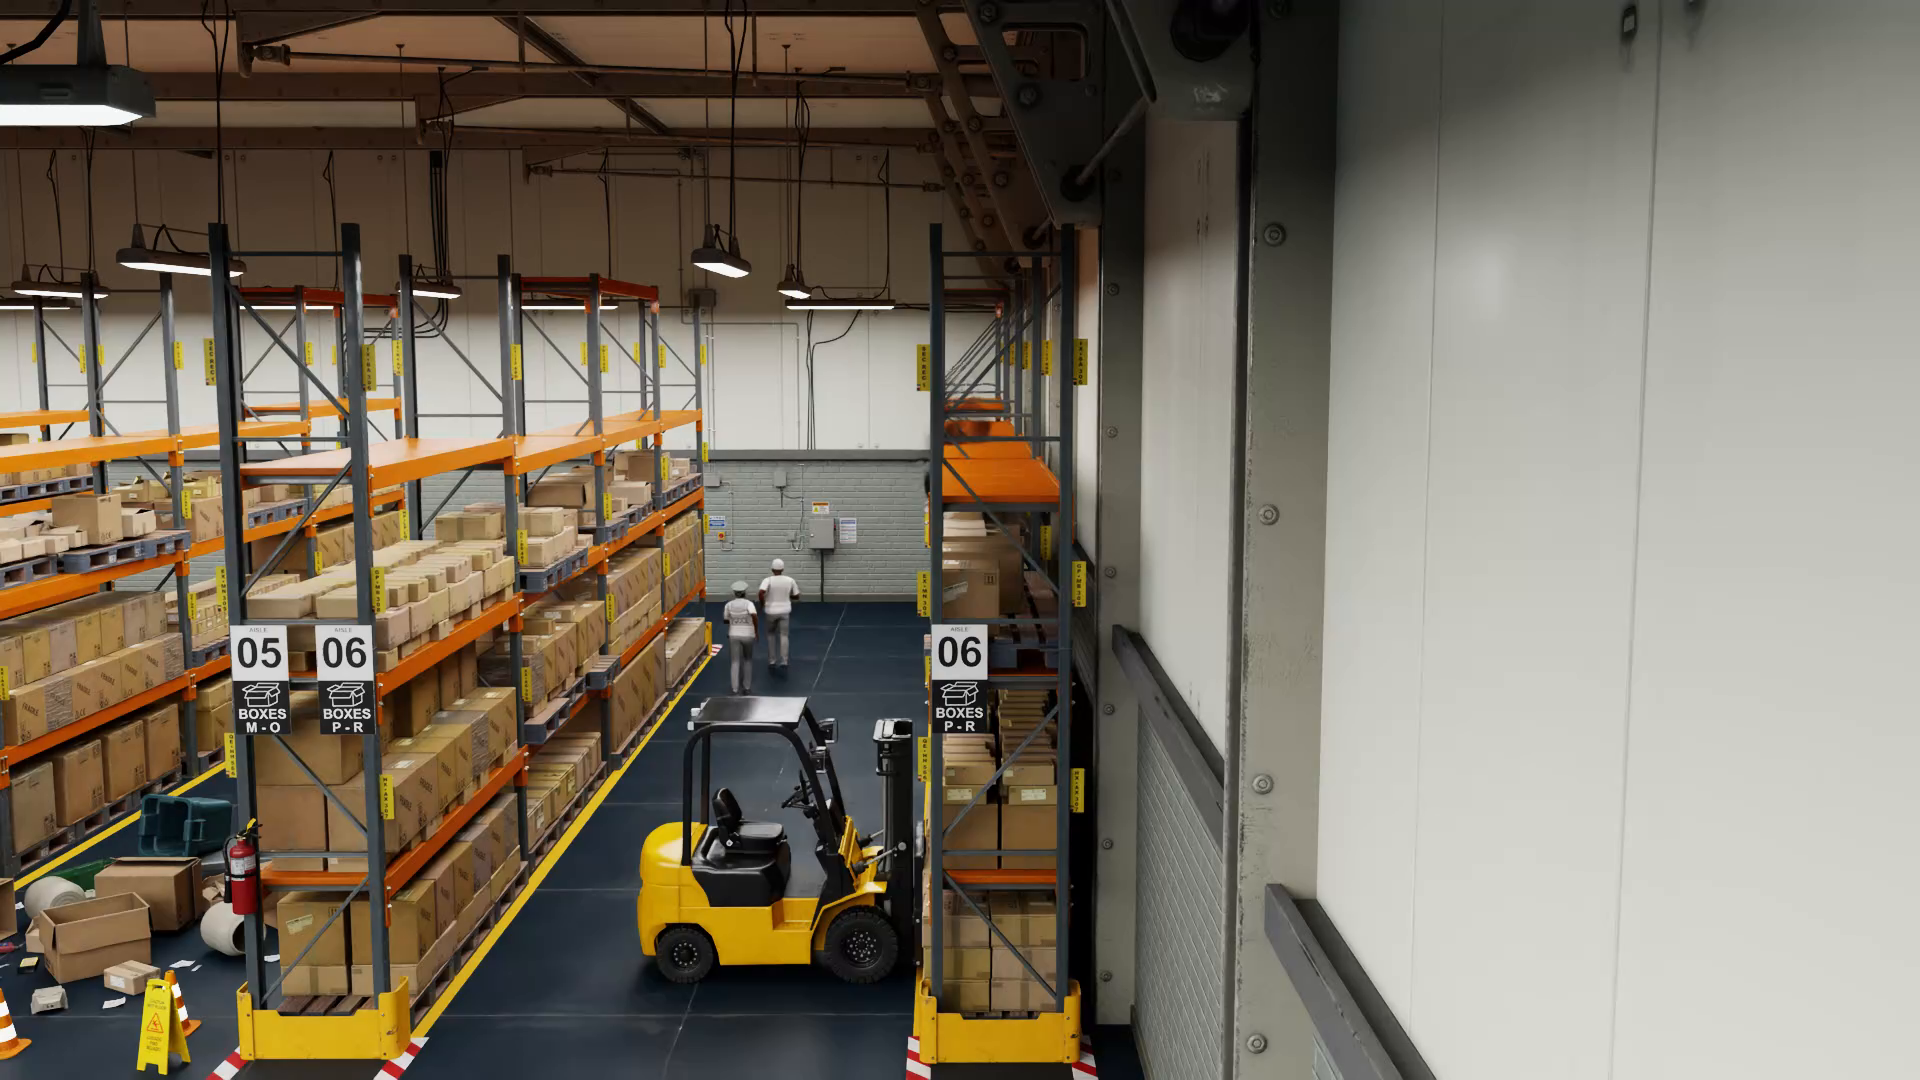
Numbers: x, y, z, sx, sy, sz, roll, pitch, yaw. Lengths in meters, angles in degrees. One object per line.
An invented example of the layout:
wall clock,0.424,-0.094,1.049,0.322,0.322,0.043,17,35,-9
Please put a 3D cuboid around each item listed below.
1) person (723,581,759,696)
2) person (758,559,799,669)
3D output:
person,-3.210,1.480,24.360,0.547,1.738,0.846,0,7,-3
person,-2.884,1.194,26.411,0.683,1.808,0.845,-2,7,-13
